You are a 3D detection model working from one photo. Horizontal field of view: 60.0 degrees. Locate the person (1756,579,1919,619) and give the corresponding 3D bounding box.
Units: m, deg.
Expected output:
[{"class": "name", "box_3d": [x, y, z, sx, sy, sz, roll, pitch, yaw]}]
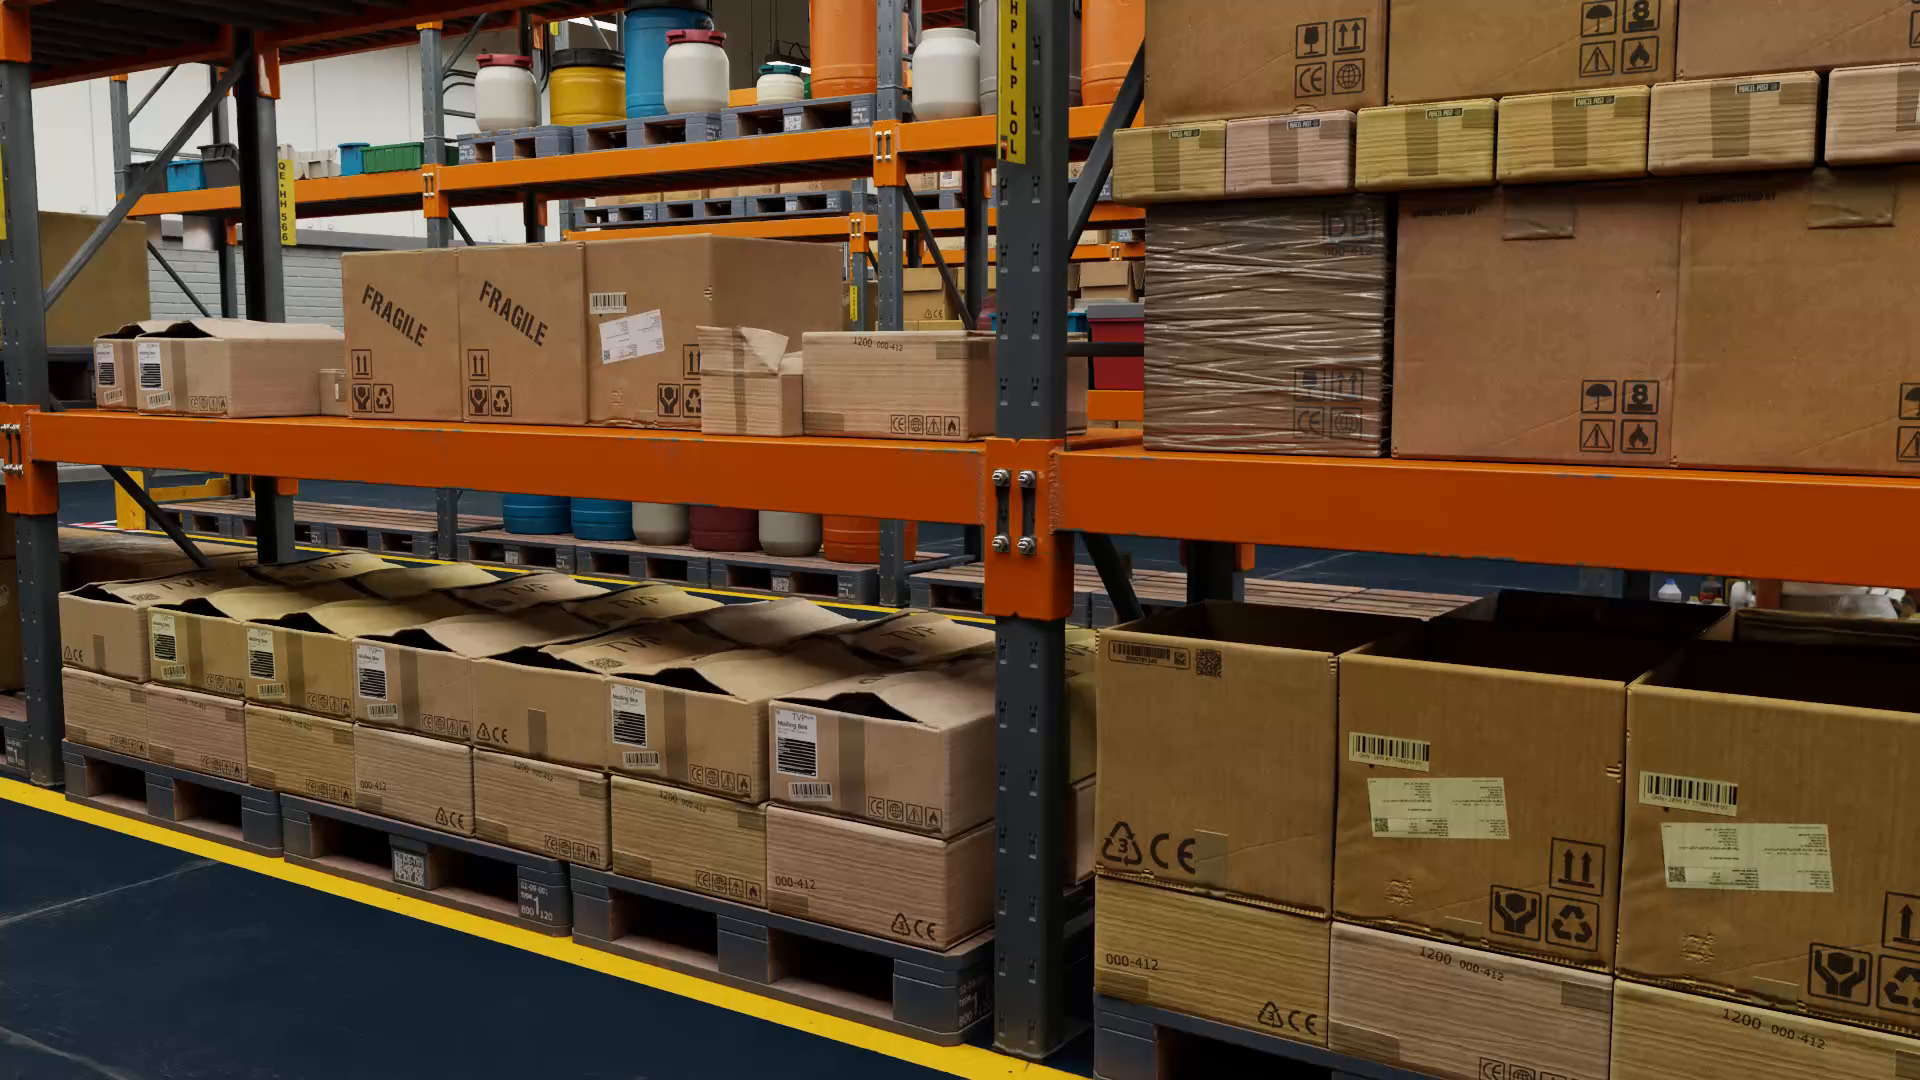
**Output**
[{"class": "person", "box_3d": [2.433, 0.153, 4.612, 1.013, 1.614, 0.485, 5, 8, 35]}]
